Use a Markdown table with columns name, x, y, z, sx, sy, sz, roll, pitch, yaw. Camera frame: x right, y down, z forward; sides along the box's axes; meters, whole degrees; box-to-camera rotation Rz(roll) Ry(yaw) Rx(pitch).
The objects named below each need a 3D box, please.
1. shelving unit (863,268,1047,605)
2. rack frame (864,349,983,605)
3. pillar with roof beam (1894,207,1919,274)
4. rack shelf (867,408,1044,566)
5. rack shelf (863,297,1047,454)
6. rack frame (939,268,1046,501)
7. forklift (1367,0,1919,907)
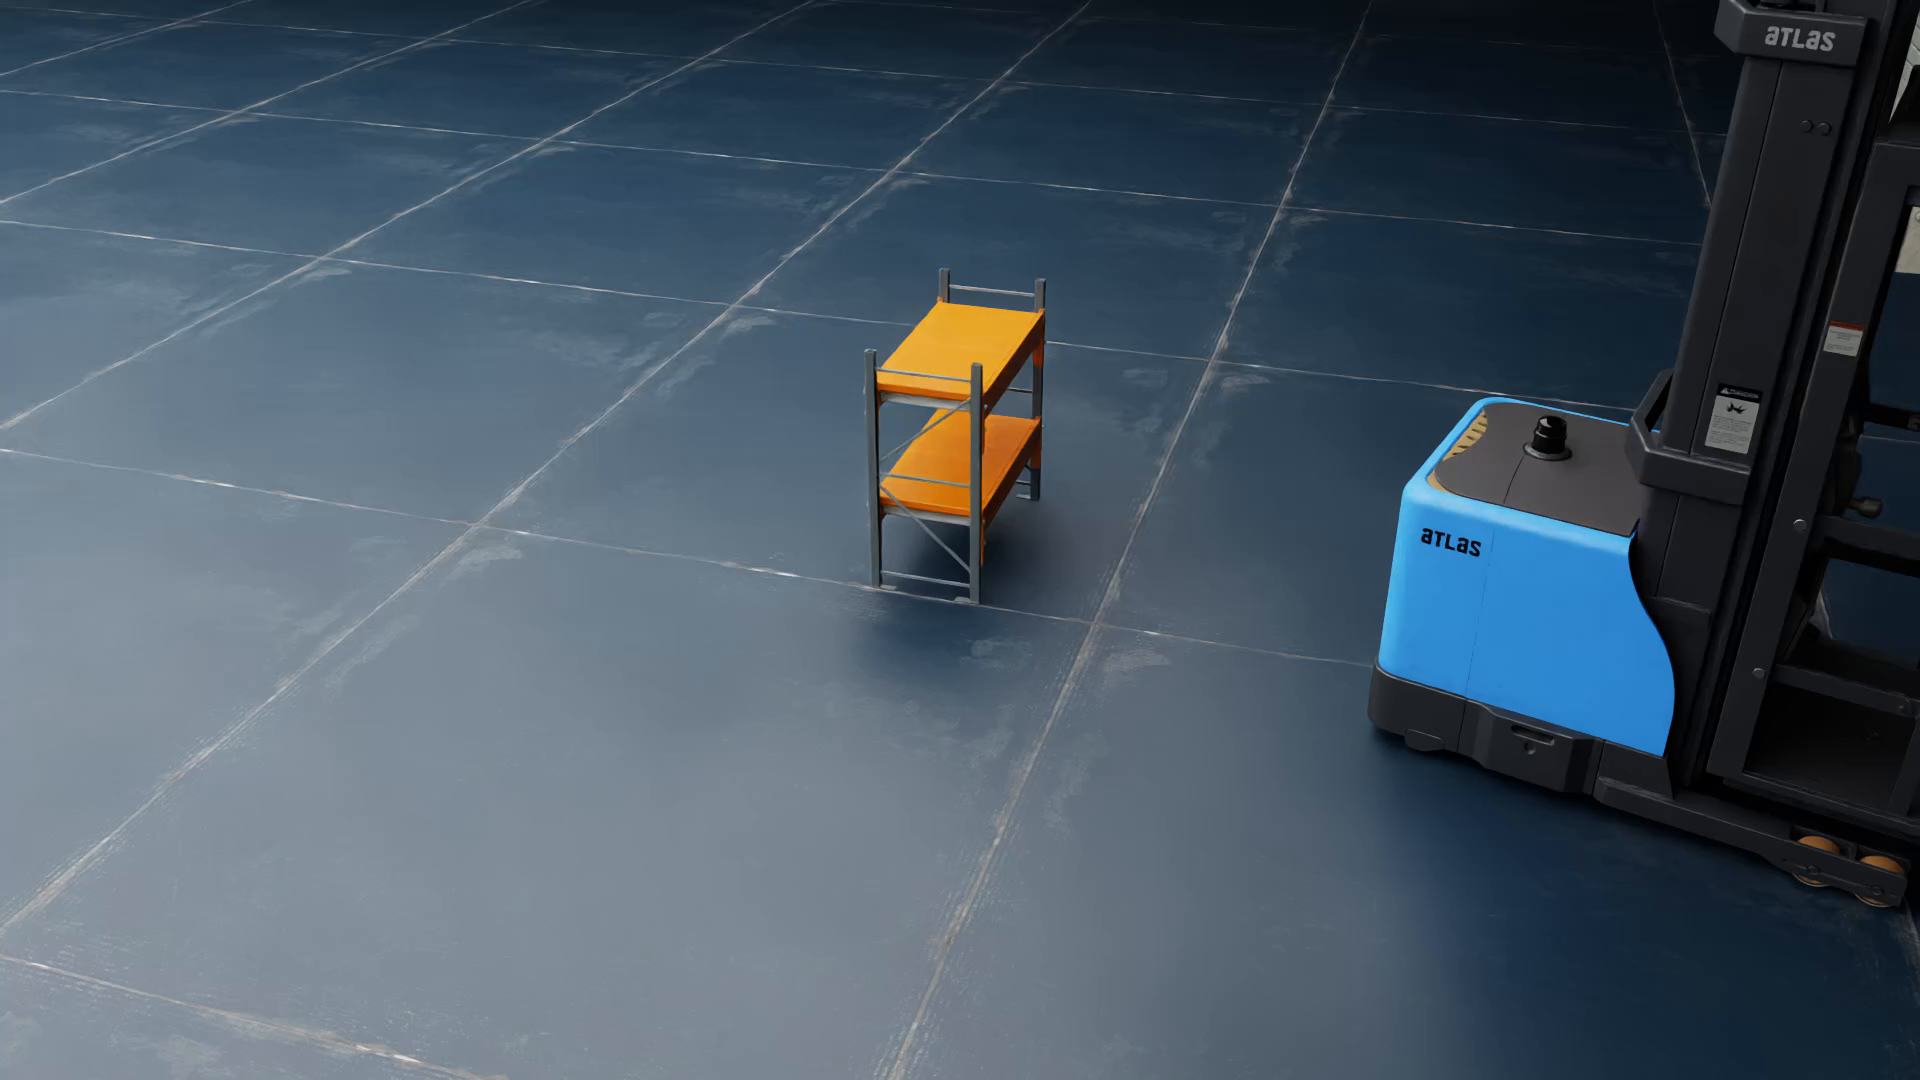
| name | x | y | z | sx | sy | sz | roll | pitch | yaw |
| --- | --- | --- | --- | --- | --- | --- | --- | --- | --- |
| shelving unit | -0.002 | -0.488 | 7.471 | 0.538 | 1.125 | 1.048 | 8 | 30 | 15 |
| rack frame | -0.151 | -0.252 | 7.046 | 0.500 | 1.125 | 0.032 | 8 | 30 | 15 |
| pillar with roof beam | 2.218 | -6.380 | 9.963 | 9.100 | 9.000 | 0.400 | 8 | 30 | 15 |
| rack shelf | -0.002 | -0.275 | 7.590 | 0.538 | 0.278 | 1.000 | 8 | 30 | 15 |
| rack shelf | -0.002 | -0.744 | 7.329 | 0.538 | 0.278 | 1.000 | 8 | 30 | 15 |
| rack frame | 0.147 | -0.725 | 7.896 | 0.500 | 1.125 | 0.032 | 8 | 30 | 15 |
| forklift | 3.088 | -0.353 | 5.369 | 3.031 | 2.935 | 1.130 | 17 | 33 | 27 |
